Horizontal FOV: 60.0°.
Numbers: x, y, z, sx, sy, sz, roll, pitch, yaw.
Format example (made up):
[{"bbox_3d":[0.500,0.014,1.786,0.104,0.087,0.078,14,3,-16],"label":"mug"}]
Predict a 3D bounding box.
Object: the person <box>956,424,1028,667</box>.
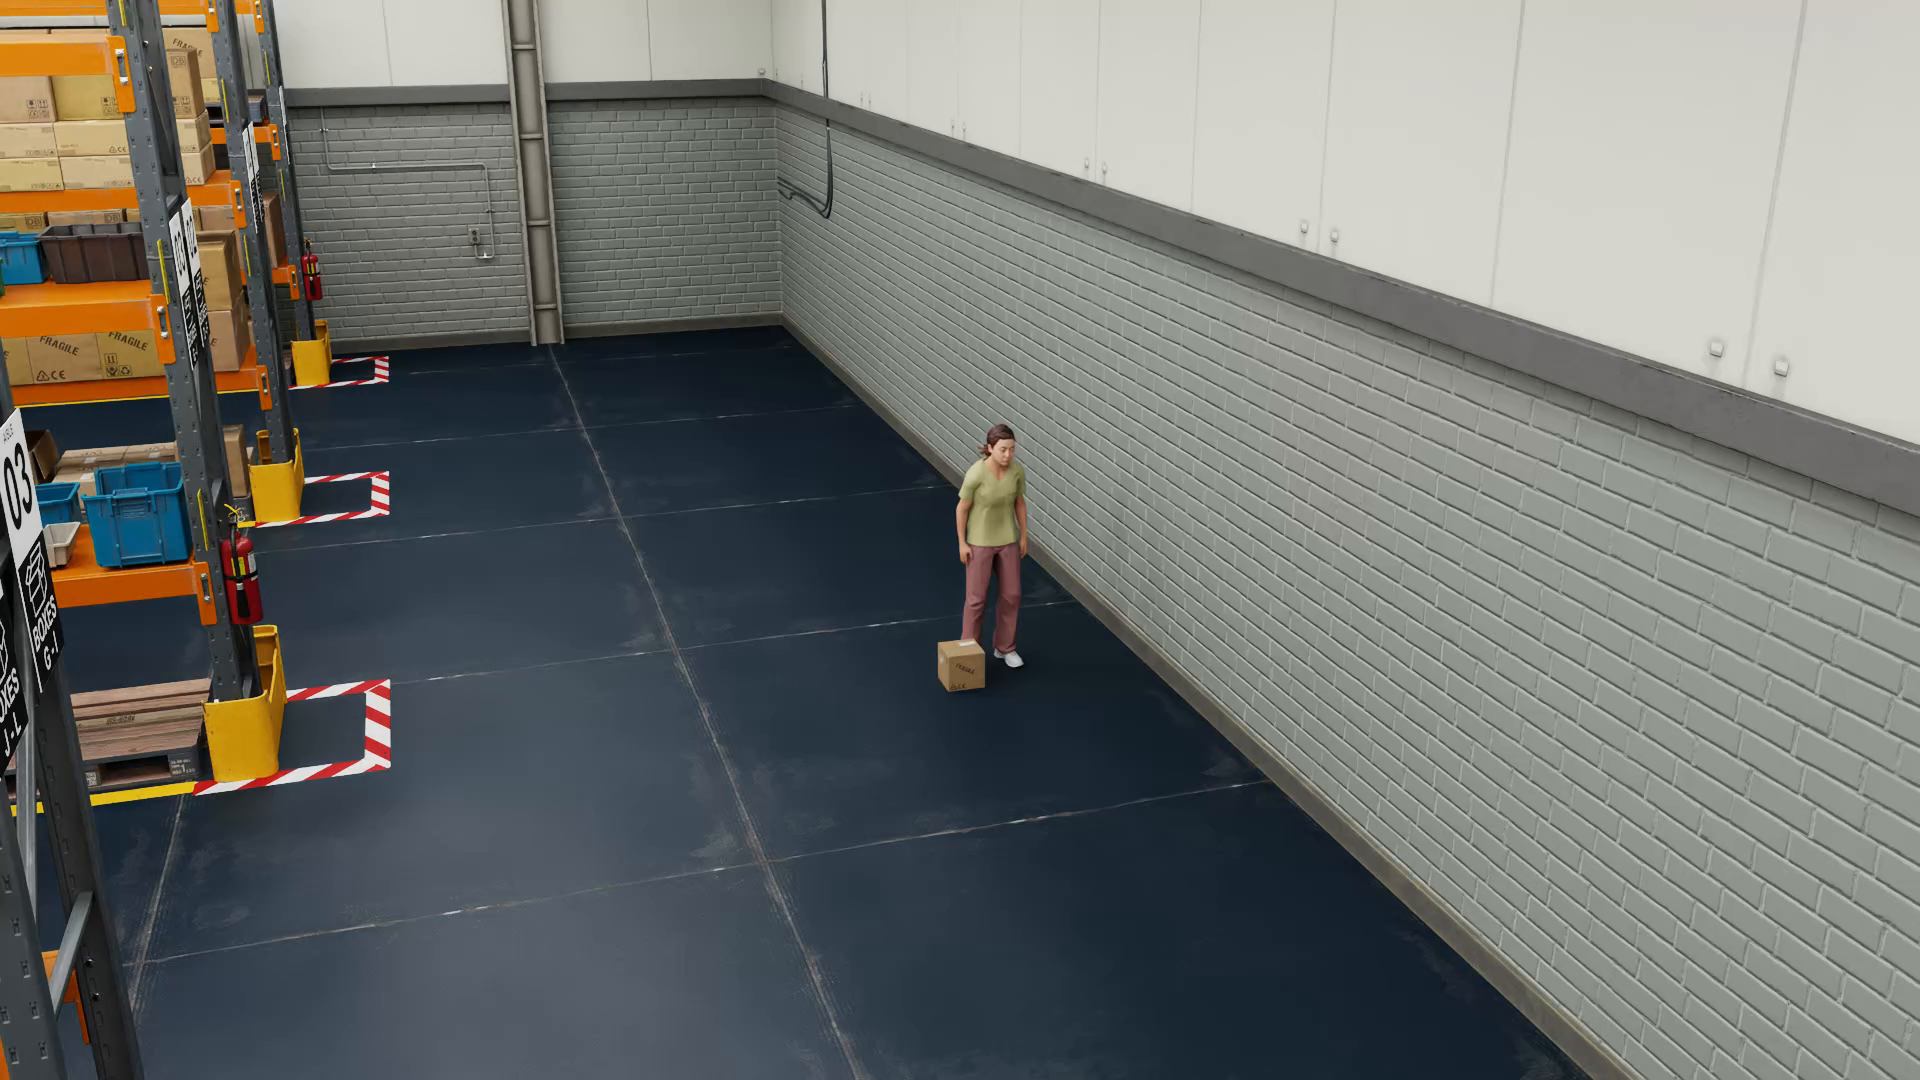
[{"bbox_3d":[0.225,0.038,10.962,0.511,1.671,0.363,-7,21,-20],"label":"person"}]
